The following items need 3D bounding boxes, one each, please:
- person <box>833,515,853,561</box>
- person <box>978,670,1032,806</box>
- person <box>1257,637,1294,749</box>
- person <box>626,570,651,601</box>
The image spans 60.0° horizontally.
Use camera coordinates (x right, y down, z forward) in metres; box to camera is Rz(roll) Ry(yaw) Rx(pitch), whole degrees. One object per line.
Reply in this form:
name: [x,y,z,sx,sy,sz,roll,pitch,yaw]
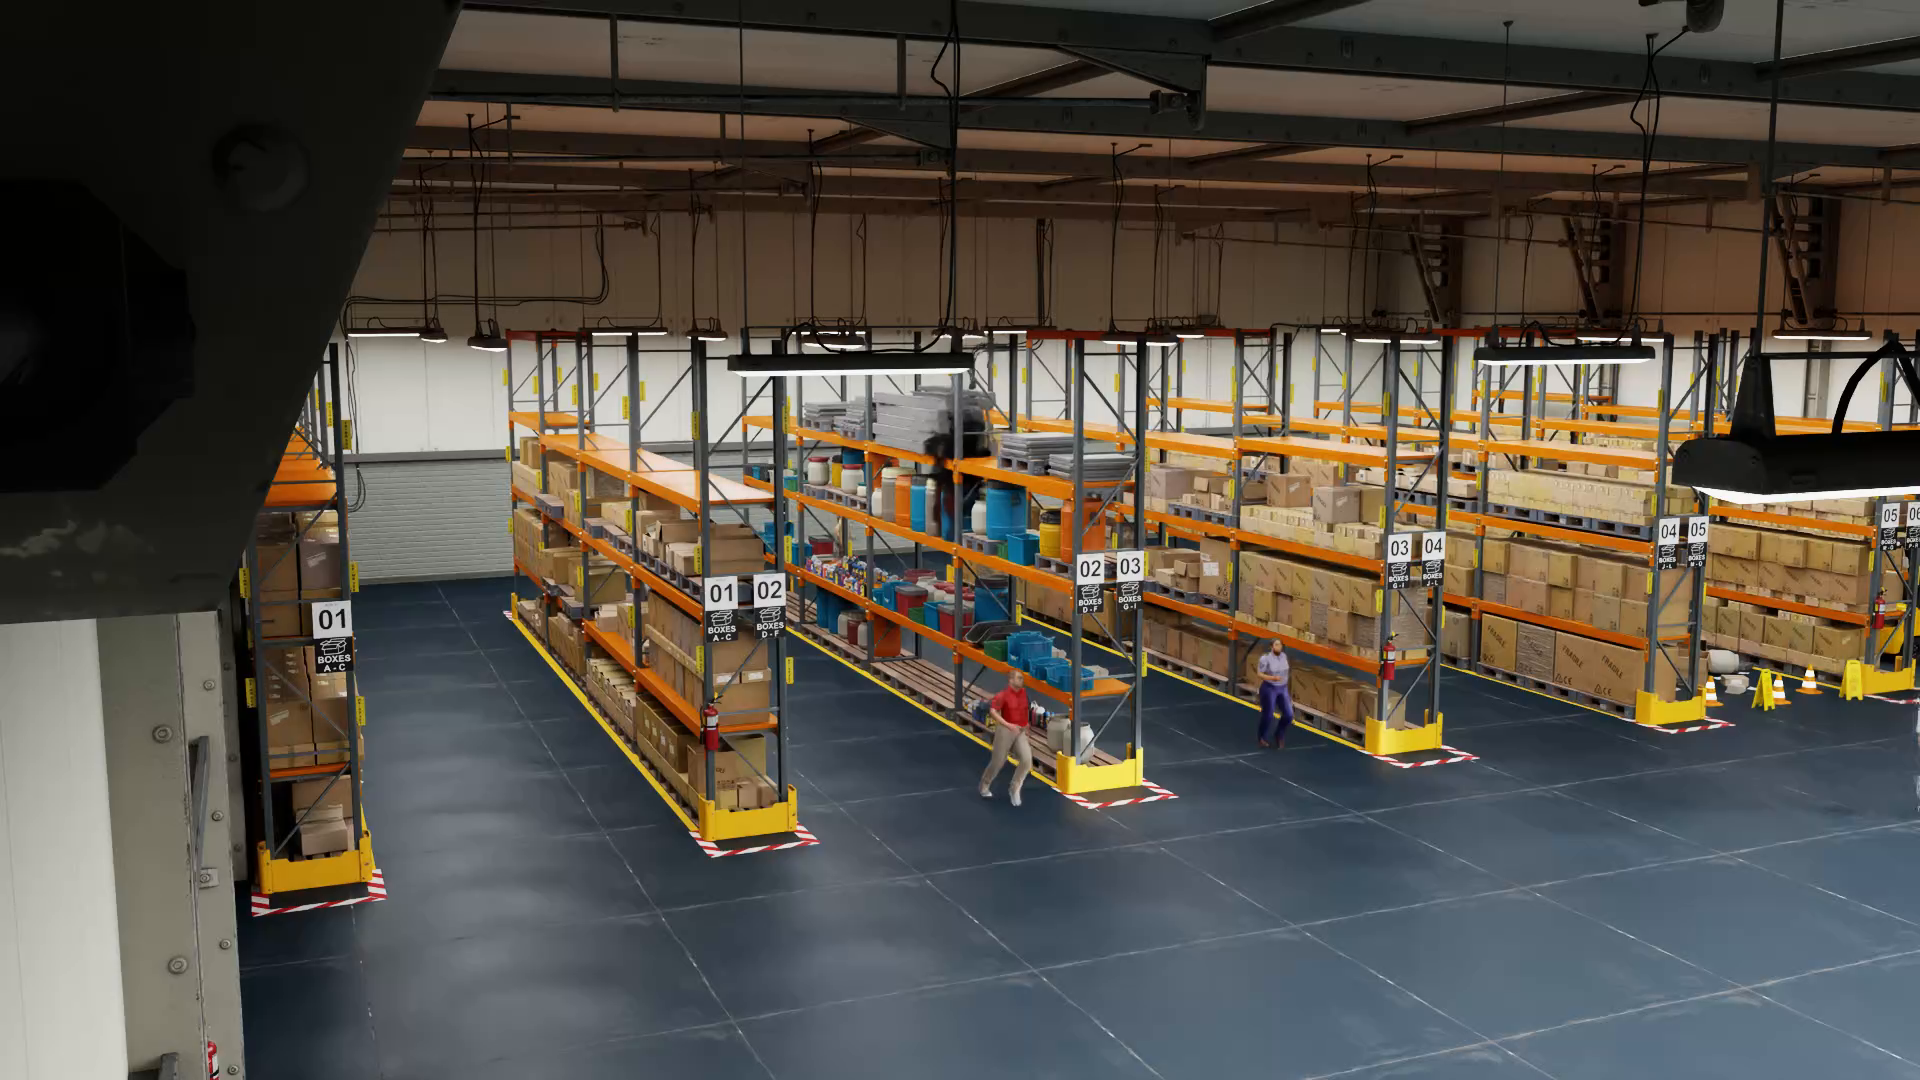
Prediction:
person: [-2.838,0.111,39.563,0.864,1.676,0.570,0,8,-4]
person: [0.669,2.567,21.727,0.730,1.758,0.696,-6,10,-37]
person: [4.601,2.225,24.212,0.602,1.634,0.617,-3,8,-21]
person: [-6.721,0.843,34.743,0.535,1.507,0.556,-4,9,-26]
